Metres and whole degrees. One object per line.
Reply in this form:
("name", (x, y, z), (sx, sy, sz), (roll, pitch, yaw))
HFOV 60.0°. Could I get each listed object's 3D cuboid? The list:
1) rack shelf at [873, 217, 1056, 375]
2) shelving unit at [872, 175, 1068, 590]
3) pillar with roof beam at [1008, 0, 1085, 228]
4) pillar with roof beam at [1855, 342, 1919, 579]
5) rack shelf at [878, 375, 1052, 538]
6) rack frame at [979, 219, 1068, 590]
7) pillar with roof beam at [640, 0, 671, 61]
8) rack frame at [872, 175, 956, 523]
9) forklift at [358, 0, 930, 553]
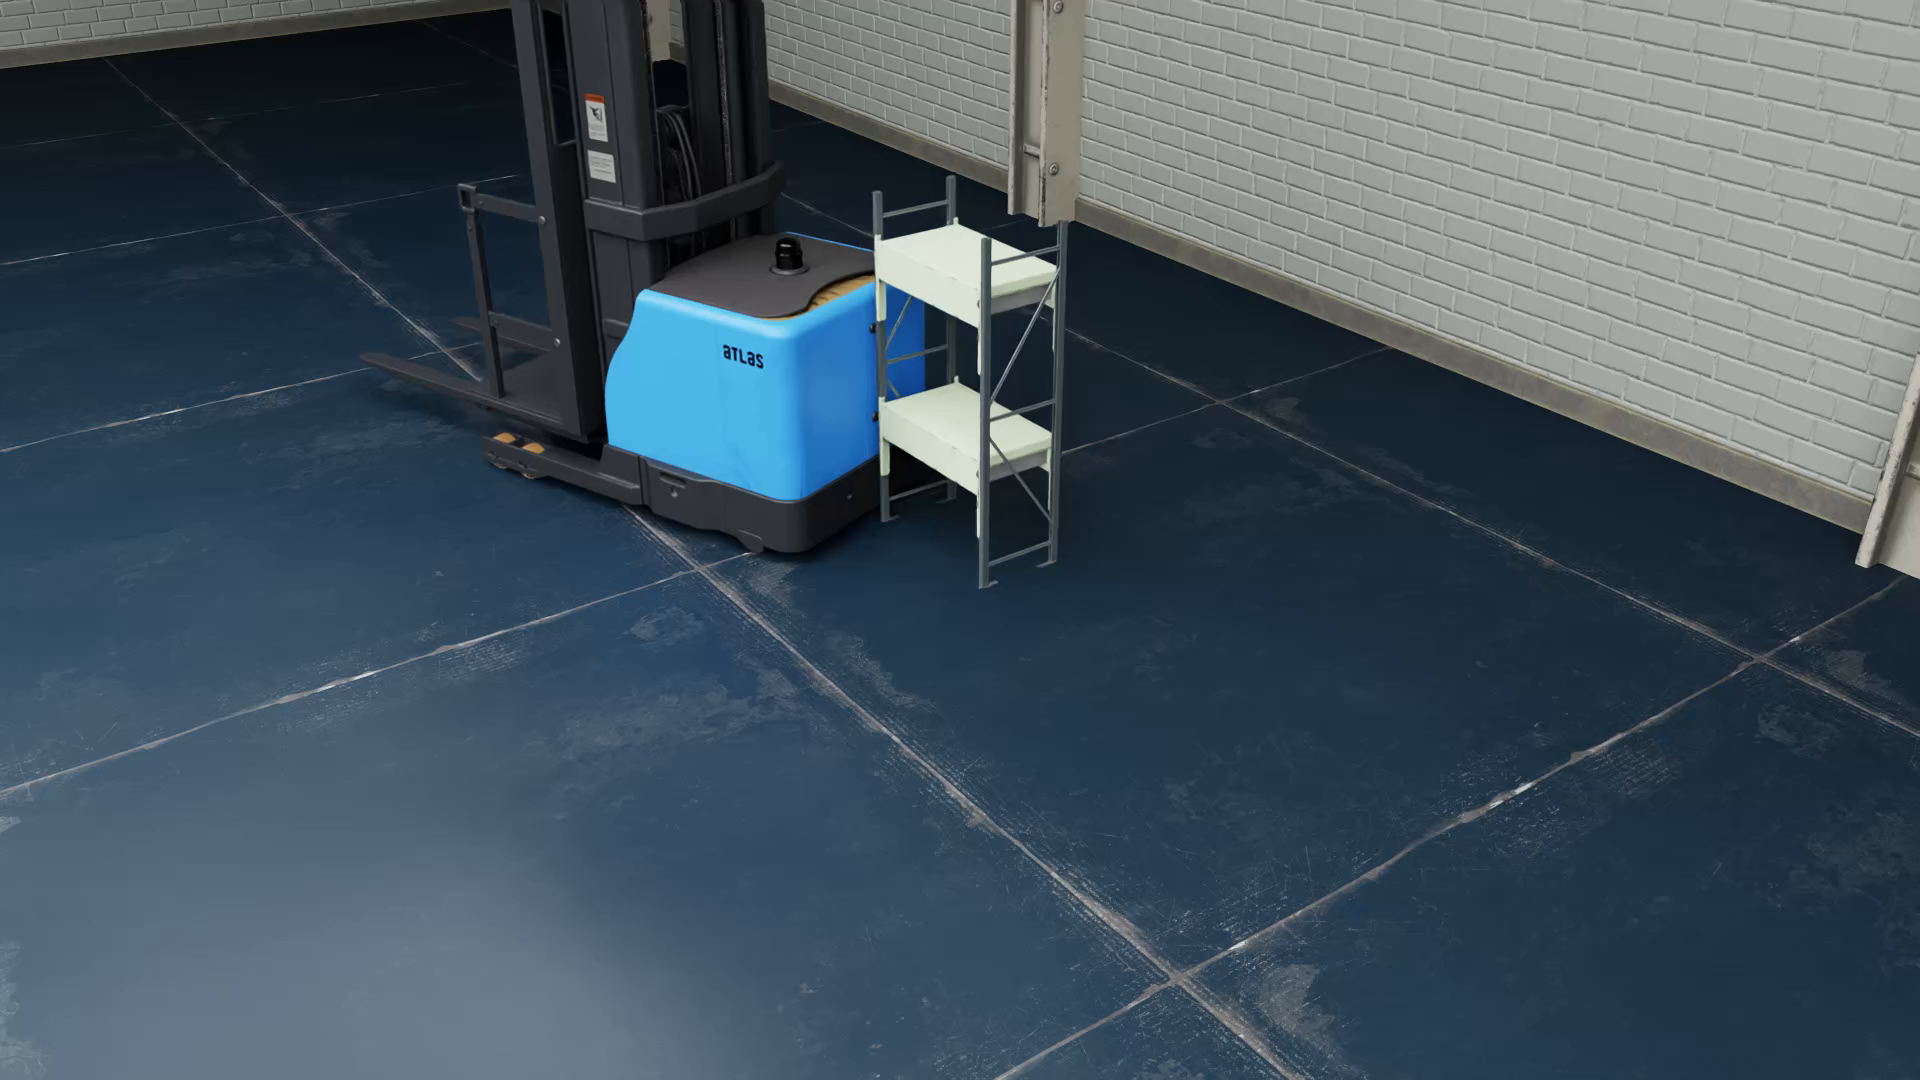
("rack shelf", (0.031, -0.995, 6.693), (0.431, 0.370, 0.720), (-19, 34, -31))
("shelving unit", (0.031, -0.652, 6.879), (0.431, 1.500, 0.755), (-19, 34, -31))
("pillar with roof beam", (-2.945, -4.964, 6.961), (9.100, 9.000, 0.400), (-19, 34, -31))
("pillar with roof beam", (0.535, -2.631, 2.666), (9.100, 9.000, 0.400), (-19, 34, -31))
("rack shelf", (0.031, -0.366, 7.035), (0.431, 0.370, 0.720), (-19, 34, -31))
("rack frame", (0.246, -0.511, 6.619), (0.400, 1.500, 0.023), (-19, 34, -31))
("pillar with roof beam", (-6.425, -7.296, 11.256), (9.100, 9.000, 0.400), (-19, 34, -31))
("rack frame", (-0.185, -0.793, 7.139), (0.400, 1.500, 0.023), (-19, 34, -31))
("forklift", (-1.646, -1.762, 7.424), (3.031, 2.935, 1.130), (18, 33, 30))
